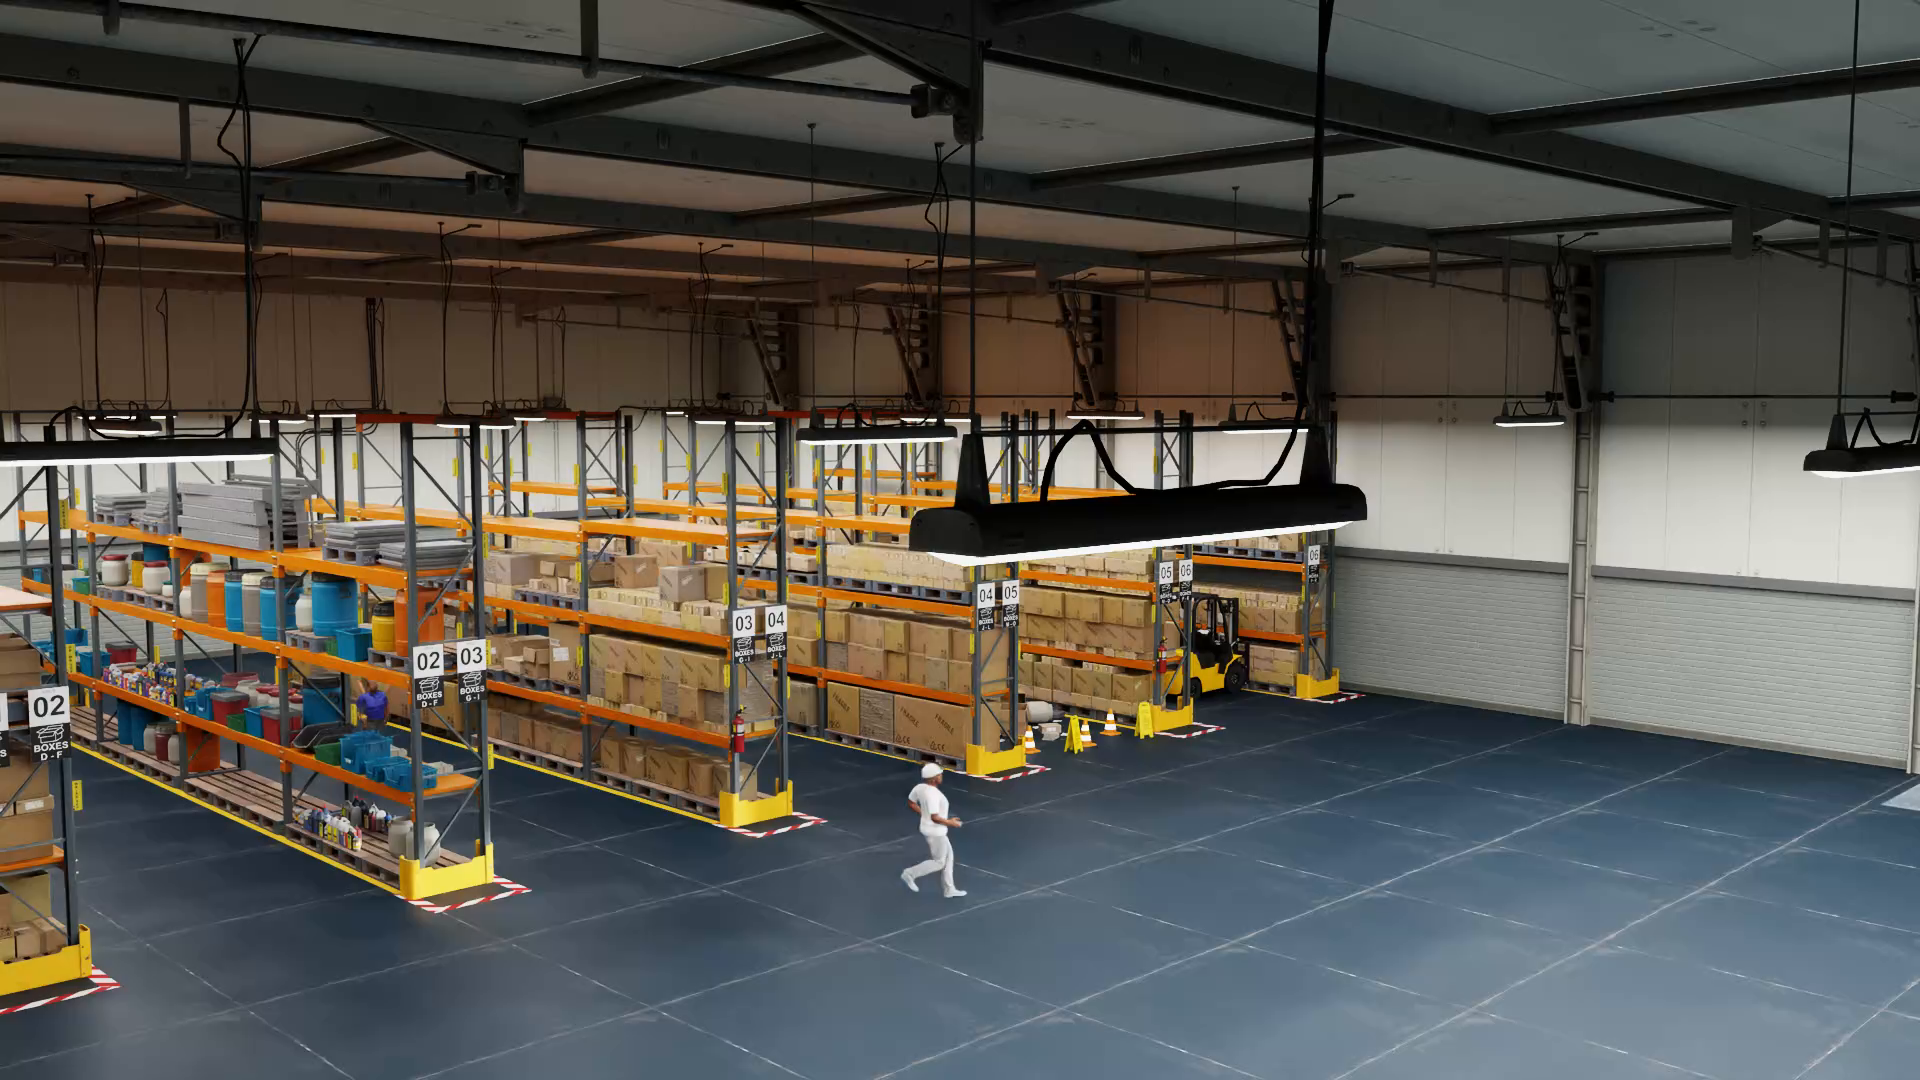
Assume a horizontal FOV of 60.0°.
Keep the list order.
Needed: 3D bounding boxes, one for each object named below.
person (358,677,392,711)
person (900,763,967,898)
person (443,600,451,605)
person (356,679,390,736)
[{"bbox_3d":[-10.479,2.903,29.871,0.568,1.713,0.819,-4,7,-42],"label":"person"},{"bbox_3d":[-0.343,3.658,20.877,0.897,1.736,0.713,-2,5,-17],"label":"person"},{"bbox_3d":[-11.934,2.187,38.540,0.750,1.637,0.552,-1,5,-6],"label":"person"},{"bbox_3d":[-9.727,3.099,27.587,0.846,1.637,0.573,5,7,44],"label":"person"}]
